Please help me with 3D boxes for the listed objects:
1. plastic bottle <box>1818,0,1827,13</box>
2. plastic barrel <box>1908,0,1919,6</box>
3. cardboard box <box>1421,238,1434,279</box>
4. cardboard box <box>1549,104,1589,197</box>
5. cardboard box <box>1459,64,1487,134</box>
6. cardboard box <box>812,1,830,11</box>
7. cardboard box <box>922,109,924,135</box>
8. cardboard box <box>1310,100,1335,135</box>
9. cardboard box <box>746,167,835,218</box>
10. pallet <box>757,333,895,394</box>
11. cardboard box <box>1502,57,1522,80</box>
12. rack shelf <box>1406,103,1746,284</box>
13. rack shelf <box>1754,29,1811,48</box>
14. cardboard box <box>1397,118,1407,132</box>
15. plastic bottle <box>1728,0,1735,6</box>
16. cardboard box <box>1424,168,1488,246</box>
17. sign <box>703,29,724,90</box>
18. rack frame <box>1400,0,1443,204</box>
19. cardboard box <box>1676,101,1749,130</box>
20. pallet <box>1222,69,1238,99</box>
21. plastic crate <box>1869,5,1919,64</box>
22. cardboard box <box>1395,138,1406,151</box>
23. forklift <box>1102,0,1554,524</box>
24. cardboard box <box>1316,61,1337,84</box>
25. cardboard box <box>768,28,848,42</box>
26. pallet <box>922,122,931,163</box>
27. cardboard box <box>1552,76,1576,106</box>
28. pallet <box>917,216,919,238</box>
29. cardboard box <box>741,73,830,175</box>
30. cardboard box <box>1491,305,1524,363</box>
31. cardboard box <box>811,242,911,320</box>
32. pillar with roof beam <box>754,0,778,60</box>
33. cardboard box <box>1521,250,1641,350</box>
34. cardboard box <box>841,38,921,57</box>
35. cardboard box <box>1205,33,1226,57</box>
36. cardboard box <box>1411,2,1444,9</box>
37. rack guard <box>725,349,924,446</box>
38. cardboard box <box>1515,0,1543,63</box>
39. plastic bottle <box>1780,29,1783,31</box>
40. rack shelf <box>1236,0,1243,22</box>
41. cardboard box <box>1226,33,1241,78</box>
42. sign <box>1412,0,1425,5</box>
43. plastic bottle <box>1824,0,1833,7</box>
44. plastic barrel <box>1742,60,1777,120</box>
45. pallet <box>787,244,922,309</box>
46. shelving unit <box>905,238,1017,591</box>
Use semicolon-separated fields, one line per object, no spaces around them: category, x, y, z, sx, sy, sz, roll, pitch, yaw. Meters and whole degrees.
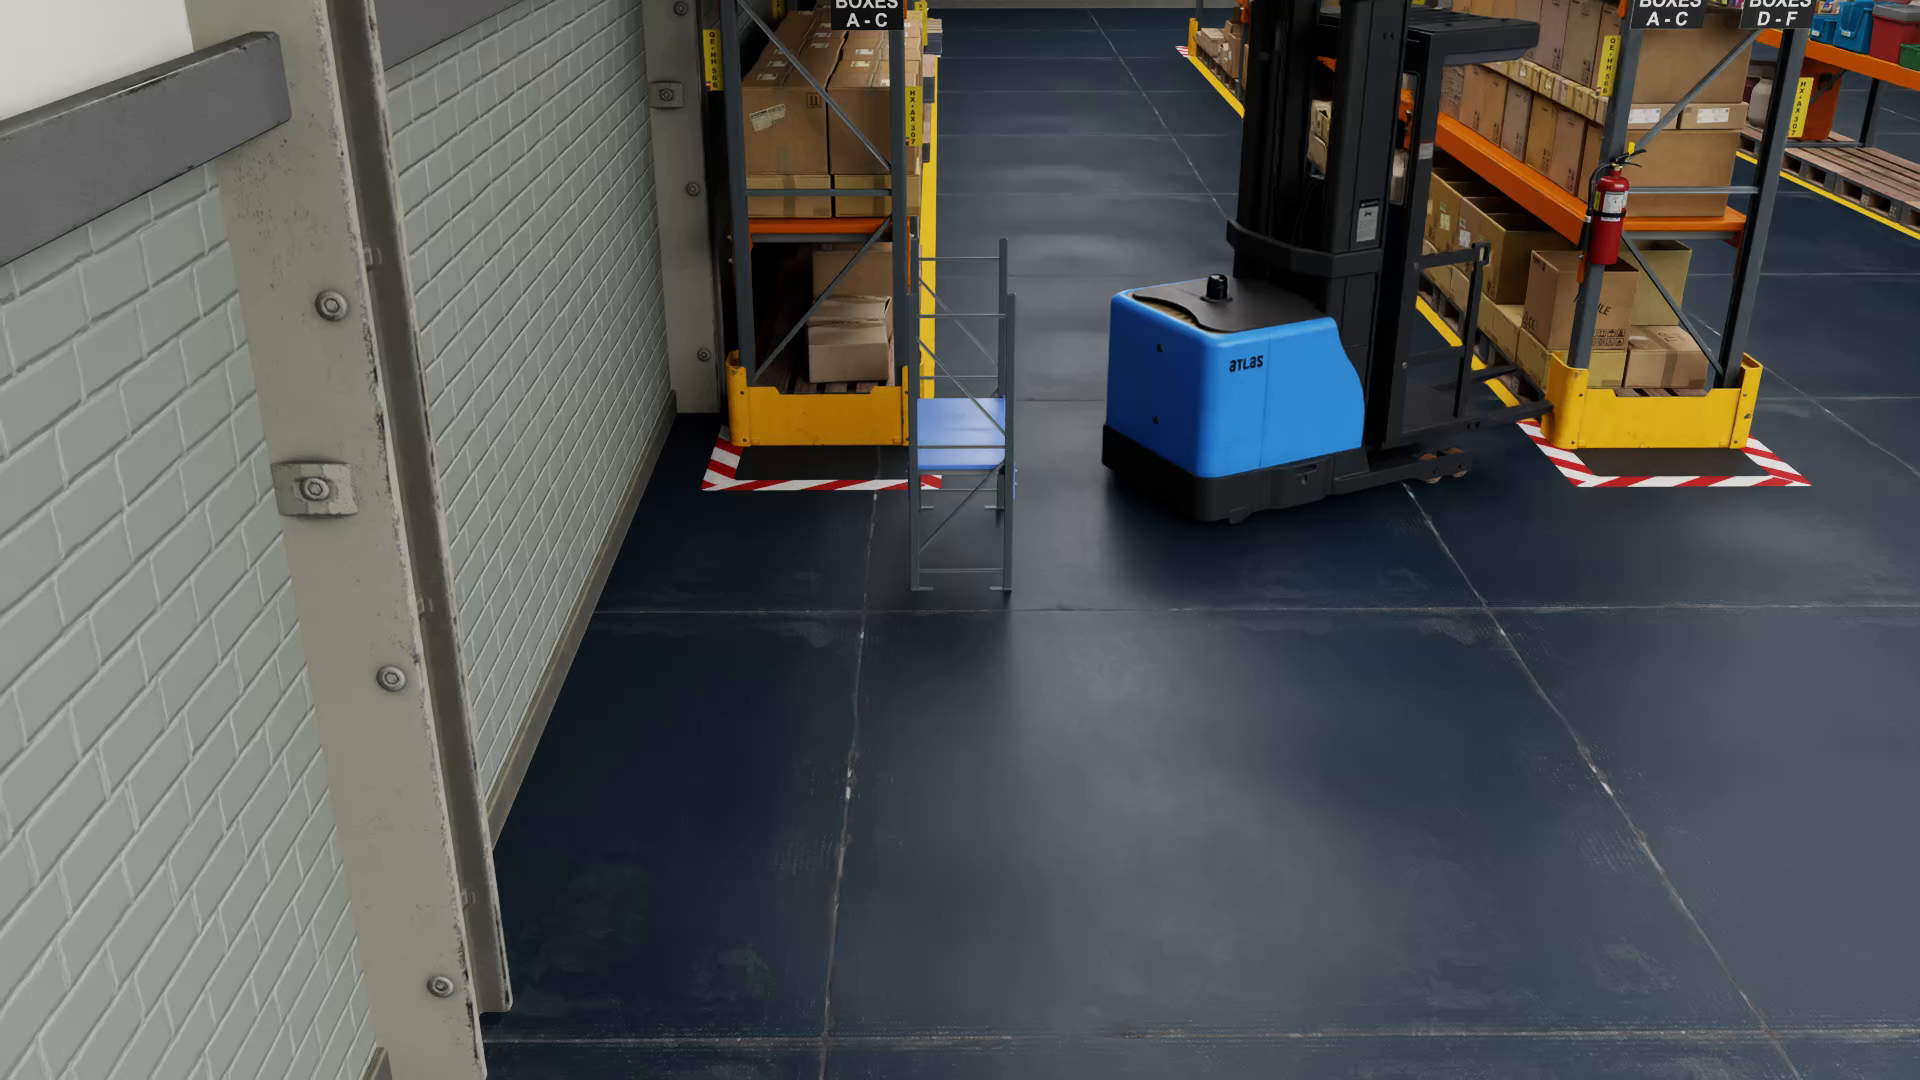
plastic bottle;9.370;-5.780;18.032;0.061;0.283;0.133;0;24;-1
plastic barrel;9.240;-4.940;15.898;0.421;0.512;0.421;0;24;0
cardboard box;3.808;-2.183;12.765;0.500;0.250;0.500;0;24;-1
cardboard box;4.147;-2.450;10.405;0.700;0.500;0.500;0;24;1
cardboard box;4.129;-3.289;12.260;0.700;0.500;0.500;-1;24;-1
cardboard box;-0.819;-4.075;13.466;0.700;0.500;0.500;0;24;0
cardboard box;-0.768;-4.783;17.785;0.750;0.750;0.750;-1;24;-1
cardboard box;3.774;-4.269;16.695;0.500;0.311;0.500;1;24;1
cardboard box;-1.003;-2.104;9.920;0.500;0.250;0.500;0;24;0
pallet;-0.778;-1.067;10.853;1.003;0.211;1.213;0;24;-1
cardboard box;3.935;-3.235;11.353;0.380;0.149;0.250;0;24;-1
rack shelf;4.128;-2.492;11.492;1.077;0.370;4.000;0;24;-1
rack shelf;8.993;-5.809;18.826;1.077;0.370;4.000;0;24;-1
cardboard box;4.329;-3.849;15.767;0.500;0.311;0.500;0;24;-1
plastic bottle;8.612;-5.991;18.417;0.144;0.351;0.185;0;24;-1
cardboard box;3.811;-2.525;12.610;0.500;0.500;0.500;0;24;-1
sign;-1.359;-2.649;9.178;0.100;0.325;0.005;0;24;-1
rack frame;4.106;-3.643;13.166;1.000;3.000;0.127;0;24;-1
cardboard box;4.360;-2.499;9.727;0.380;0.149;0.250;0;24;-1
pallet;4.012;-5.952;21.655;1.003;0.211;1.213;0;24;-1
plastic crate;8.727;-4.674;15.367;0.402;0.464;0.583;0;24;-1
cardboard box;3.800;-3.423;14.825;0.500;0.311;0.500;0;24;-1
forklift;2.361;-1.836;9.253;3.031;2.935;1.130;-12;27;-25
cardboard box;3.812;-5.102;17.981;0.500;0.250;0.500;1;24;1
cardboard box;-1.050;-3.289;11.630;0.500;0.500;0.500;0;24;1
pallet;-0.825;-4.323;18.051;1.003;0.211;1.213;0;24;-1
cardboard box;3.947;-2.810;10.414;0.380;0.149;0.250;0;24;0
pallet;-0.858;-2.670;14.397;1.003;0.211;1.213;0;24;-1
cardboard box;-1.022;-2.447;9.768;0.500;0.500;0.500;-1;24;-1
cardboard box;3.831;-1.359;10.943;0.500;0.250;0.500;0;24;-1
cardboard box;-0.686;-1.856;11.713;0.700;0.500;0.500;-2;24;-4
pillar with roof beam;2.563;-7.481;14.371;9.100;9.000;0.400;0;24;-1
cardboard box;3.846;-1.495;10.333;0.500;0.500;0.500;0;24;-1
cardboard box;-0.521;-3.081;11.170;0.500;0.500;0.500;0;24;1
cardboard box;3.708;-6.898;23.166;0.500;0.250;0.500;0;24;-1
cardboard box;4.097;-4.646;15.261;0.500;0.500;0.500;-2;24;-3
rack guard;-0.805;-0.864;10.053;1.175;0.500;0.348;0;24;-1
cardboard box;4.133;-3.477;11.102;0.700;0.500;0.500;0;24;-1
plastic bottle;8.584;-5.424;17.244;0.061;0.283;0.133;0;24;-1
rack shelf;3.997;-7.436;22.425;1.077;0.370;4.000;0;24;-1
cardboard box;3.729;-6.235;21.395;0.500;0.500;0.500;0;24;-1
sign;3.563;-4.128;12.929;0.100;0.325;0.005;0;24;-1
plastic bottle;9.294;-5.672;17.807;0.097;0.271;0.097;0;24;0
plastic barrel;8.980;-5.072;18.741;0.600;0.588;0.708;0;24;-1
pallet;-0.805;-2.072;13.076;1.003;0.211;1.213;0;24;-1
shelving unit;0.001;-0.648;8.363;0.538;1.500;1.048;0;24;-1
